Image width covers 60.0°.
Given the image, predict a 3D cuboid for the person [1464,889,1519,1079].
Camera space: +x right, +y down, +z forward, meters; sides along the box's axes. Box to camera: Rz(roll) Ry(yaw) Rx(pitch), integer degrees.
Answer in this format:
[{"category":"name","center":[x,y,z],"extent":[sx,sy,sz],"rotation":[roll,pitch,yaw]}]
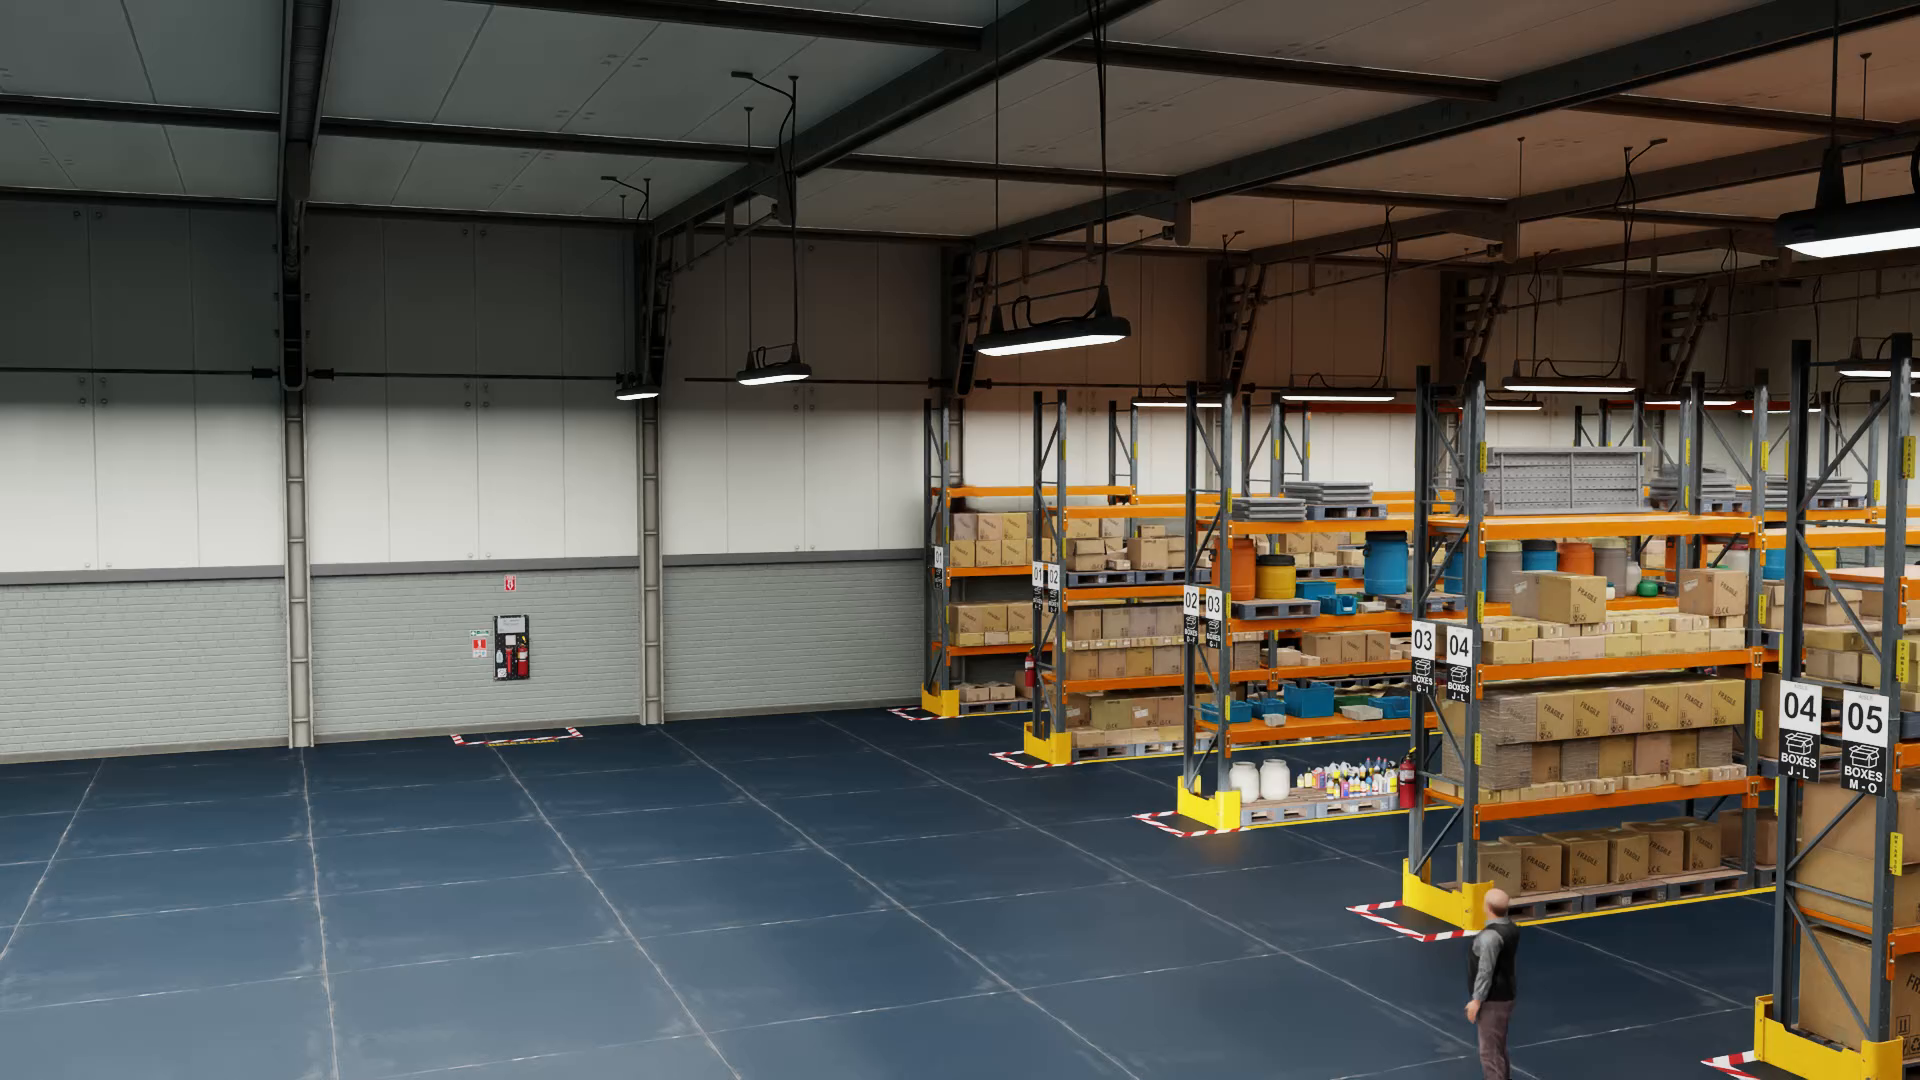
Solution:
[{"category":"person","center":[4.091,3.556,12.799],"extent":[0.384,1.760,0.536],"rotation":[1,4,19]}]
